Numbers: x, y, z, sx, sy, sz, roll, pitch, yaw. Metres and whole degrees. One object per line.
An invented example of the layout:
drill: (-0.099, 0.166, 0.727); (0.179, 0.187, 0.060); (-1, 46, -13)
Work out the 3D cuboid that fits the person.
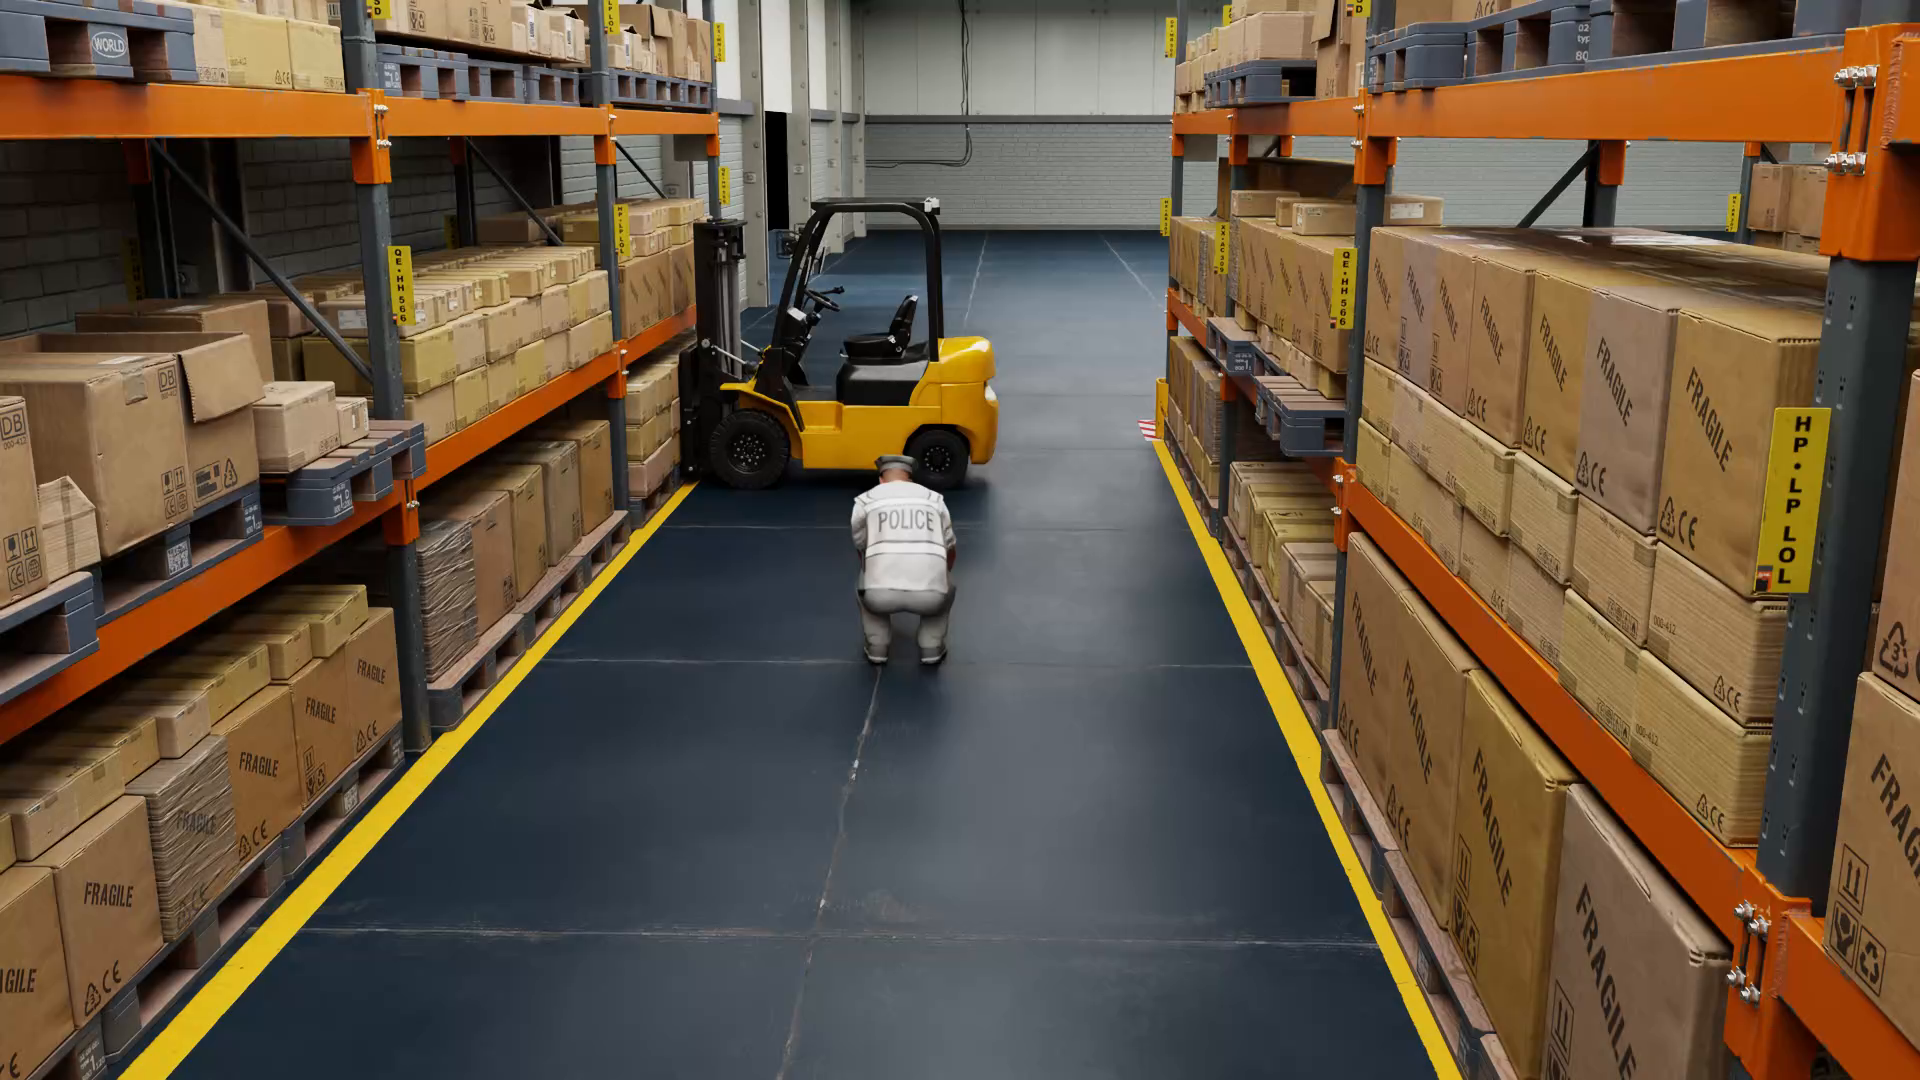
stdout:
person: (-0.297, 0.094, 8.686); (0.561, 1.009, 0.903); (0, 14, 2)
